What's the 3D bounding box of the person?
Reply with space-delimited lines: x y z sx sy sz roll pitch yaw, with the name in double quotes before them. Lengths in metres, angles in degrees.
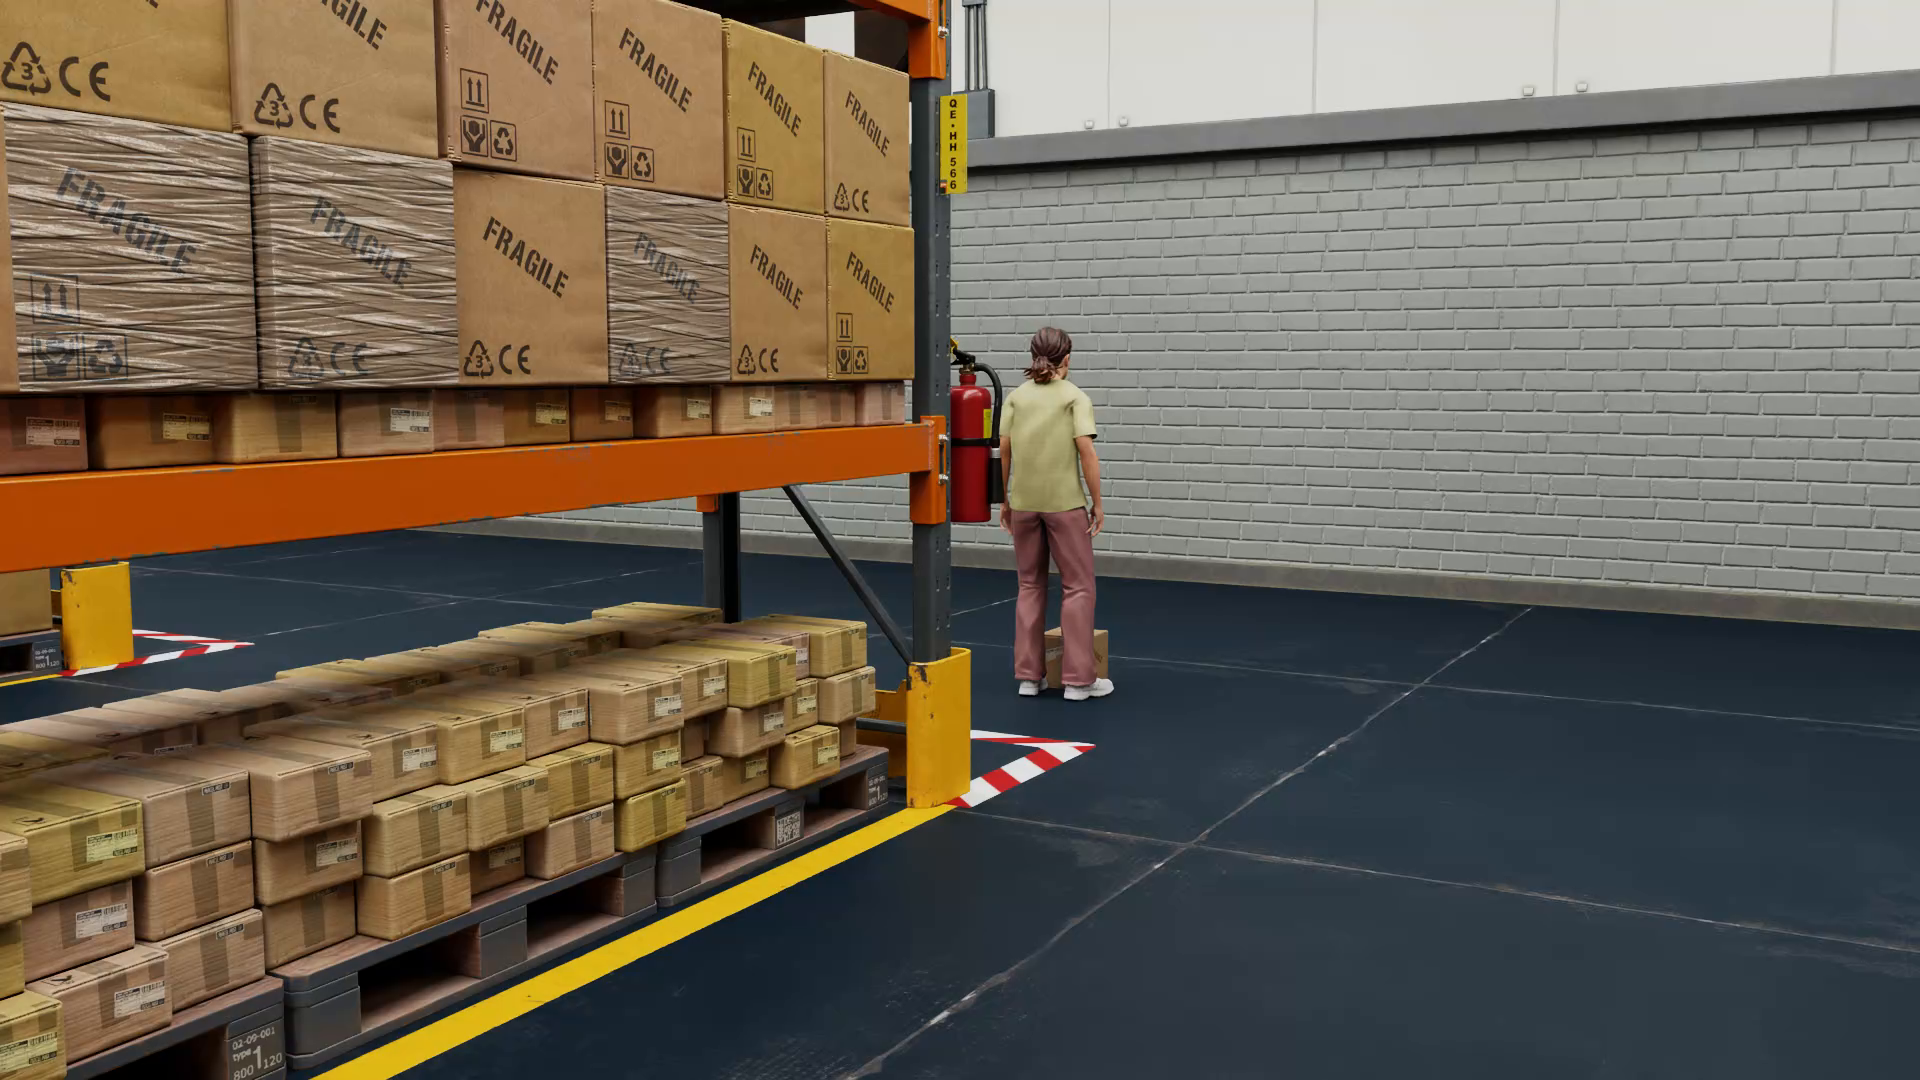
"person" 0.415 -0.127 7.535 0.520 1.673 0.357 3 7 26
